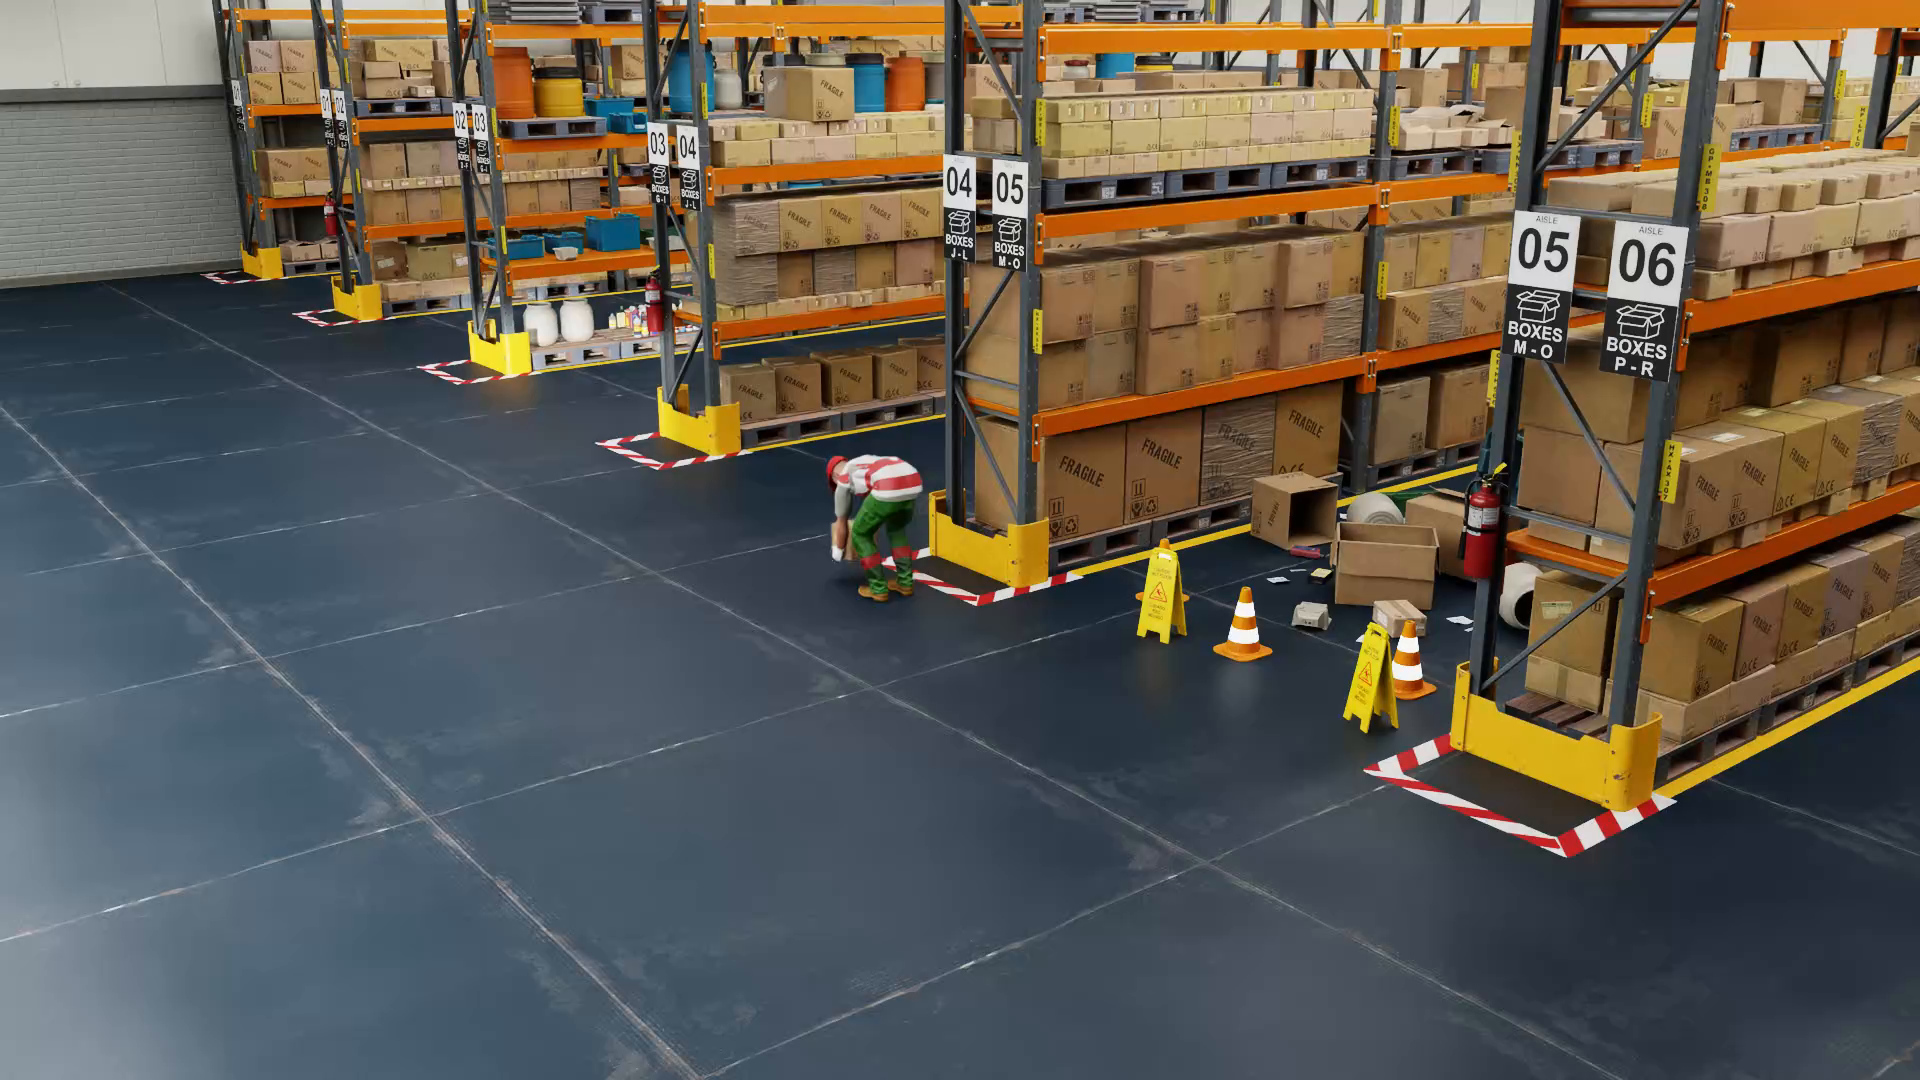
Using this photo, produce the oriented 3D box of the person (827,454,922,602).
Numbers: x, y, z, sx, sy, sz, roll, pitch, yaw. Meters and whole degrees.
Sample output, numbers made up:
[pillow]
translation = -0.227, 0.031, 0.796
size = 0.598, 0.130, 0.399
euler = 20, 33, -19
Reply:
[person]
translation = -0.687, -0.145, 12.651
size = 0.514, 1.072, 0.964
euler = -15, 23, -38
